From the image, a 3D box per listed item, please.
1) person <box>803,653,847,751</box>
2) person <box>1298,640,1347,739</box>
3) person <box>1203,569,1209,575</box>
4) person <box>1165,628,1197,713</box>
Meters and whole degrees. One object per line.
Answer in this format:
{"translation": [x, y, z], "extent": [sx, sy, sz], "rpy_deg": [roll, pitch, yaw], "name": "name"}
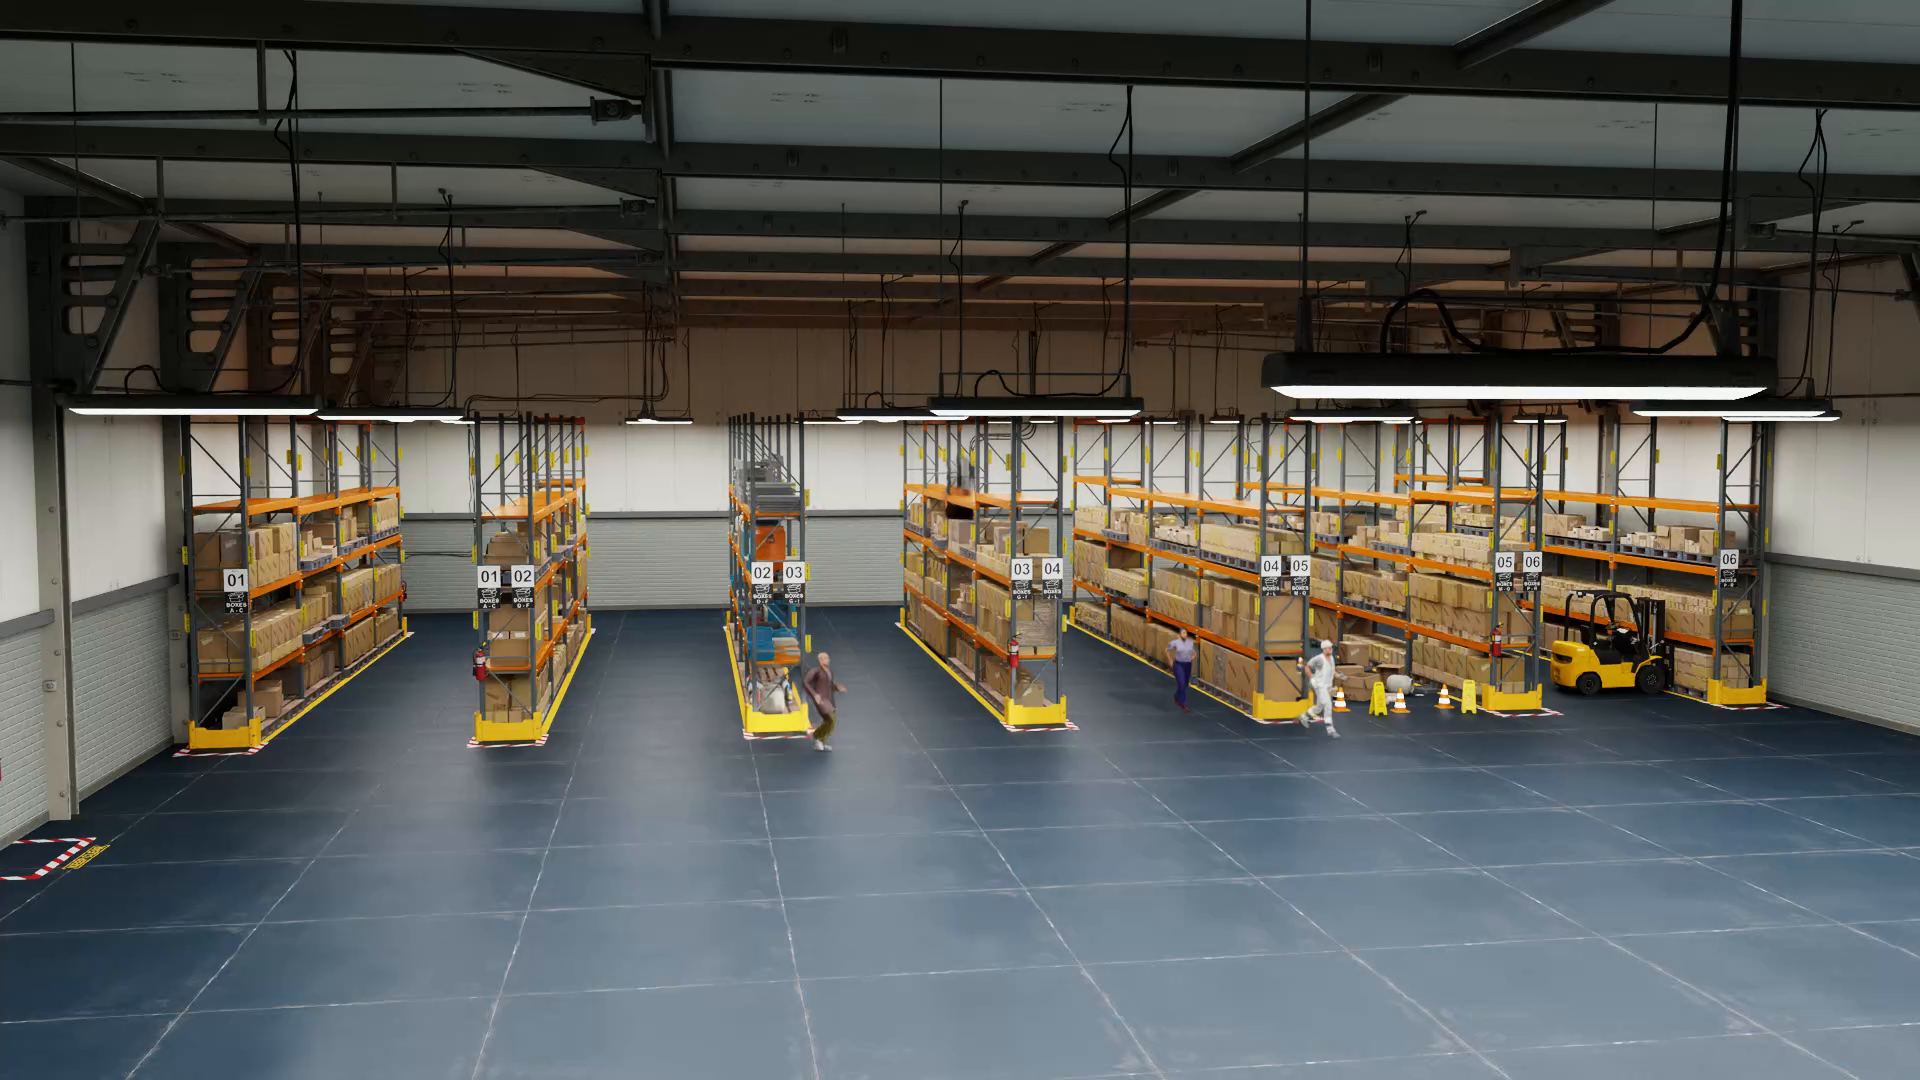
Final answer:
{"translation": [-2.343, 2.899, 29.318], "extent": [0.627, 1.658, 0.718], "rpy_deg": [2, 4, 27], "name": "person"}
{"translation": [6.680, 2.733, 30.821], "extent": [0.992, 1.780, 0.625], "rpy_deg": [4, 5, 44], "name": "person"}
{"translation": [7.529, 1.472, 50.570], "extent": [0.713, 1.667, 0.591], "rpy_deg": [0, 4, -1], "name": "person"}
{"translation": [4.500, 2.600, 33.634], "extent": [0.606, 1.664, 0.846], "rpy_deg": [-2, 4, -23], "name": "person"}
